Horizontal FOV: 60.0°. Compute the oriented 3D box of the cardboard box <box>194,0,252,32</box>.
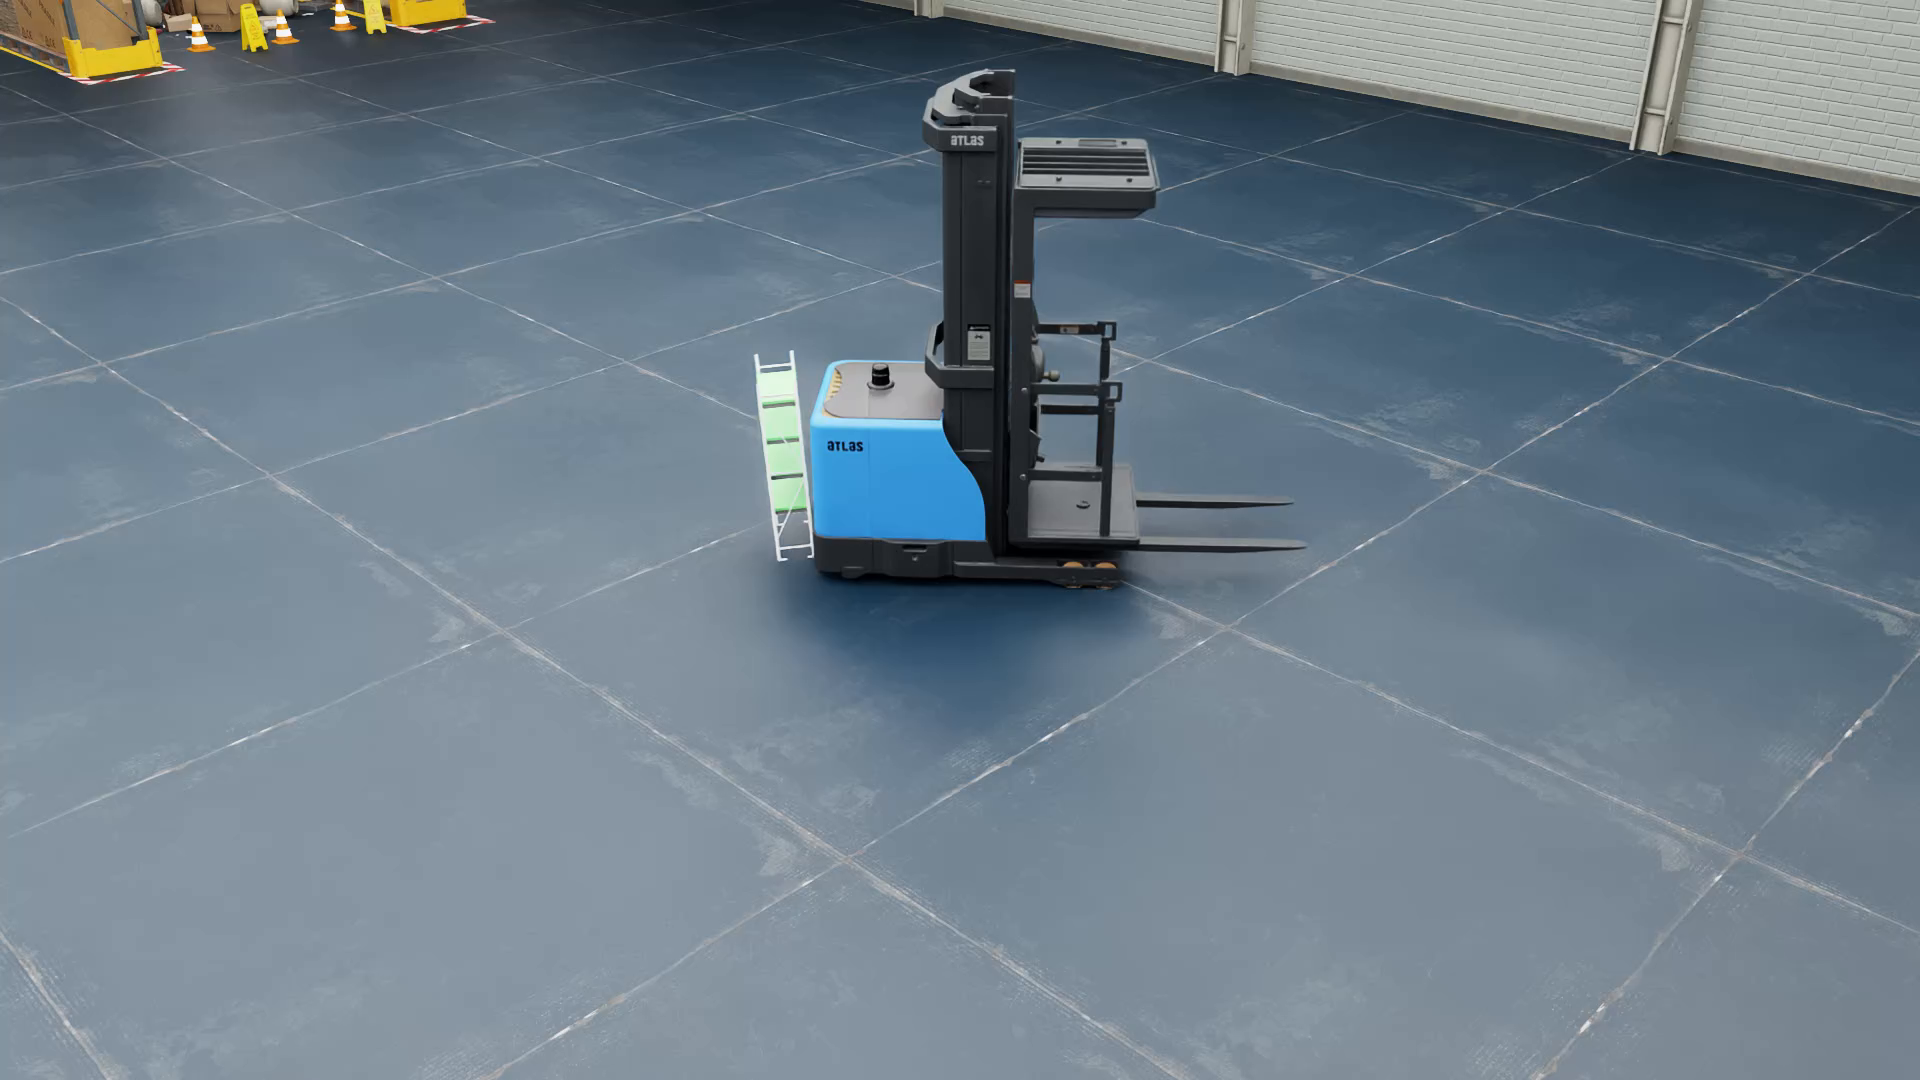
[{"bbox_3d":[-11.412,-8.207,25.811,0.637,0.503,0.797,2,28,4],"label":"cardboard box"}]

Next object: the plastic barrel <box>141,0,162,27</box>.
[{"bbox_3d":[-12.751,-8.207,25.897,0.512,0.421,0.421,-3,28,-5],"label":"plastic barrel"}]

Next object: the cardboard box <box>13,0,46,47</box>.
[{"bbox_3d":[-12.942,-7.635,23.872,0.875,0.875,0.875,24,36,38],"label":"cardboard box"}]

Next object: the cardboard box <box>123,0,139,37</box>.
[{"bbox_3d":[-12.809,-7.937,25.299,0.500,0.500,0.500,-18,33,-31],"label":"cardboard box"}]

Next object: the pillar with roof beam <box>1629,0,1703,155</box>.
[{"bbox_3d":[5.045,-7.107,14.591,0.400,9.000,9.100,25,36,38],"label":"pillar with roof beam"}]

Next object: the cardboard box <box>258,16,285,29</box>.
[{"bbox_3d":[-10.735,-8.074,25.939,0.380,0.149,0.250,-7,29,-14],"label":"cardboard box"}]

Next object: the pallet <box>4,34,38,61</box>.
[{"bbox_3d":[-13.274,-7.302,24.404,1.213,0.211,1.003,25,36,38],"label":"pallet"}]

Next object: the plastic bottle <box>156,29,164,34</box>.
[{"bbox_3d":[-12.354,-7.793,25.498,0.133,0.061,0.283,12,30,22],"label":"plastic bottle"}]

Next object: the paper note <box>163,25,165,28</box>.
[{"bbox_3d":[-12.384,-8.055,26.038,0.172,0.023,0.155,-13,30,-22],"label":"paper note"}]

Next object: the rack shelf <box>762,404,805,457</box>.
[{"bbox_3d":[-1.105,-0.678,10.351,0.258,0.148,0.480,-6,28,-5],"label":"rack shelf"}]

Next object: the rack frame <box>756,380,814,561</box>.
[{"bbox_3d":[-1.065,-0.411,10.220,0.240,1.200,0.015,-6,28,-5],"label":"rack frame"}]

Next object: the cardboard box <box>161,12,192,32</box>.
[{"bbox_3d":[-12.118,-8.049,25.765,0.396,0.266,0.258,-18,33,-31],"label":"cardboard box"}]

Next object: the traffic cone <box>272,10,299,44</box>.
[{"bbox_3d":[-10.131,-7.689,24.869,0.334,0.463,0.336,25,36,38],"label":"traffic cone"}]

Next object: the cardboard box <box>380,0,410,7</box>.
[{"bbox_3d":[-9.167,-8.730,26.627,0.500,0.250,0.500,24,36,38],"label":"cardboard box"}]

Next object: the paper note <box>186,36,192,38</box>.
[{"bbox_3d":[-11.681,-7.650,25.261,0.144,0.017,0.142,-13,30,-22],"label":"paper note"}]

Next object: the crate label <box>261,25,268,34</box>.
[{"bbox_3d":[-10.735,-7.781,25.394,0.298,0.136,0.250,7,29,13],"label":"crate label"}]

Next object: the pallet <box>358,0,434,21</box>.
[{"bbox_3d":[-8.993,-8.647,26.961,1.213,0.211,1.003,25,36,38],"label":"pallet"}]

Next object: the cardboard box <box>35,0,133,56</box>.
[{"bbox_3d":[-12.313,-7.348,23.327,0.875,0.875,0.875,25,37,39],"label":"cardboard box"}]

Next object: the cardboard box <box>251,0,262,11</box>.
[{"bbox_3d":[-11.427,-8.978,27.278,0.500,0.500,0.500,-3,28,-5],"label":"cardboard box"}]

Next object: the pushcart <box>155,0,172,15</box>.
[{"bbox_3d":[-12.800,-8.951,27.360,0.936,0.377,1.648,12,30,22],"label":"pushcart"}]

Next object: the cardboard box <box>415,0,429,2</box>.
[{"bbox_3d":[-8.766,-8.903,26.955,0.500,0.250,0.500,24,36,38],"label":"cardboard box"}]

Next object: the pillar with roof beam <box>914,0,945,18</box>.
[{"bbox_3d":[-3.512,-11.023,22.037,0.400,9.000,9.100,25,36,38],"label":"pillar with roof beam"}]

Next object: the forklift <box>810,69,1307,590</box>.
[{"bbox_3d":[0.631,-1.246,9.964,3.031,2.935,1.130,1,28,2],"label":"forklift"}]

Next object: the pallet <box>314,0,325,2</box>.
[{"bbox_3d":[-10.733,-9.443,28.475,1.213,0.211,1.003,25,36,38],"label":"pallet"}]

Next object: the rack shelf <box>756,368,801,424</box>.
[{"bbox_3d":[-1.119,-0.890,10.238,0.258,0.148,0.480,-6,28,-5],"label":"rack shelf"}]

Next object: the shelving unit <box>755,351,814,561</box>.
[{"bbox_3d":[-1.096,-0.523,10.434,0.258,1.200,0.503,-6,28,-5],"label":"shelving unit"}]

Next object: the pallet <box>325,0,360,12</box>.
[{"bbox_3d":[-9.859,-9.045,27.717,1.213,0.211,1.003,25,36,38],"label":"pallet"}]

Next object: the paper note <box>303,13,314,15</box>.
[{"bbox_3d":[-10.543,-8.512,26.898,0.148,0.019,0.142,12,30,22],"label":"paper note"}]

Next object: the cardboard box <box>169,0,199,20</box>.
[{"bbox_3d":[-12.085,-8.570,26.355,0.503,0.637,0.797,25,36,38],"label":"cardboard box"}]

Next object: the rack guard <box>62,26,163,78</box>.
[{"bbox_3d":[-11.766,-6.789,23.118,0.348,0.500,1.175,25,36,38],"label":"rack guard"}]

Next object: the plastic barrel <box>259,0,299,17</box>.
[{"bbox_3d":[-10.919,-8.610,26.664,0.512,0.421,0.421,-3,28,-5],"label":"plastic barrel"}]

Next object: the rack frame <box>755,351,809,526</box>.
[{"bbox_3d":[-1.127,-0.636,10.648,0.240,1.200,0.015,-6,28,-5],"label":"rack frame"}]

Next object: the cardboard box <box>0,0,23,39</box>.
[{"bbox_3d":[-13.590,-7.933,24.439,0.875,0.875,0.875,25,37,39],"label":"cardboard box"}]

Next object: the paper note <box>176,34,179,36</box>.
[{"bbox_3d":[-11.960,-7.719,25.412,0.032,0.001,0.123,-7,29,-14],"label":"paper note"}]

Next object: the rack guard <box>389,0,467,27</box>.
[{"bbox_3d":[-8.439,-8.498,26.367,0.348,0.500,1.175,25,36,38],"label":"rack guard"}]

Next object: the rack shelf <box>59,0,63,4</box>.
[{"bbox_3d":[-13.209,-8.238,23.960,4.000,0.370,1.077,25,36,38],"label":"rack shelf"}]

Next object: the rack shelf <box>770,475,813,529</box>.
[{"bbox_3d":[-1.079,-0.256,10.577,0.258,0.148,0.480,-6,28,-5],"label":"rack shelf"}]

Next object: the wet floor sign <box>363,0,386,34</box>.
[{"bbox_3d":[-8.999,-8.120,25.493,0.267,0.644,0.232,-13,30,-22],"label":"wet floor sign"}]

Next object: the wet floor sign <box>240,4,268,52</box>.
[{"bbox_3d":[-10.374,-7.509,24.331,0.232,0.644,0.267,18,33,30],"label":"wet floor sign"}]

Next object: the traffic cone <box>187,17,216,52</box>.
[{"bbox_3d":[-11.166,-7.425,24.367,0.334,0.463,0.336,25,36,38],"label":"traffic cone"}]

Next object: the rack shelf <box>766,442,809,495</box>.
[{"bbox_3d":[-1.092,-0.467,10.464,0.258,0.148,0.480,-6,28,-5],"label":"rack shelf"}]

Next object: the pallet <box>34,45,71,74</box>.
[{"bbox_3d":[-12.408,-6.904,23.647,1.213,0.211,1.003,25,36,38],"label":"pallet"}]

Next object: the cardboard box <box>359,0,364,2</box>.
[{"bbox_3d":[-9.513,-8.894,26.938,0.500,0.250,0.500,25,37,39],"label":"cardboard box"}]

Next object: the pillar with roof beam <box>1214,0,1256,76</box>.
[{"bbox_3d":[0.767,-9.065,18.314,0.400,9.000,9.100,25,36,38],"label":"pillar with roof beam"}]

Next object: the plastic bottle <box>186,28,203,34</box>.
[{"bbox_3d":[-11.786,-7.819,25.548,0.283,0.061,0.133,12,30,22],"label":"plastic bottle"}]

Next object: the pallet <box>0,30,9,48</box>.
[{"bbox_3d":[-14.148,-7.700,25.161,1.213,0.211,1.003,25,36,38],"label":"pallet"}]

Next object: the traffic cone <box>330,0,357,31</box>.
[{"bbox_3d":[-9.596,-8.169,25.781,0.334,0.463,0.336,25,36,38],"label":"traffic cone"}]

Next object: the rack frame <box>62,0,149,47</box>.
[{"bbox_3d":[-11.783,-7.903,22.551,0.127,3.000,1.000,25,36,38],"label":"rack frame"}]

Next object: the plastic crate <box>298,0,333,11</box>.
[{"bbox_3d":[-10.692,-8.808,27.408,0.583,0.080,0.402,12,30,22],"label":"plastic crate"}]
